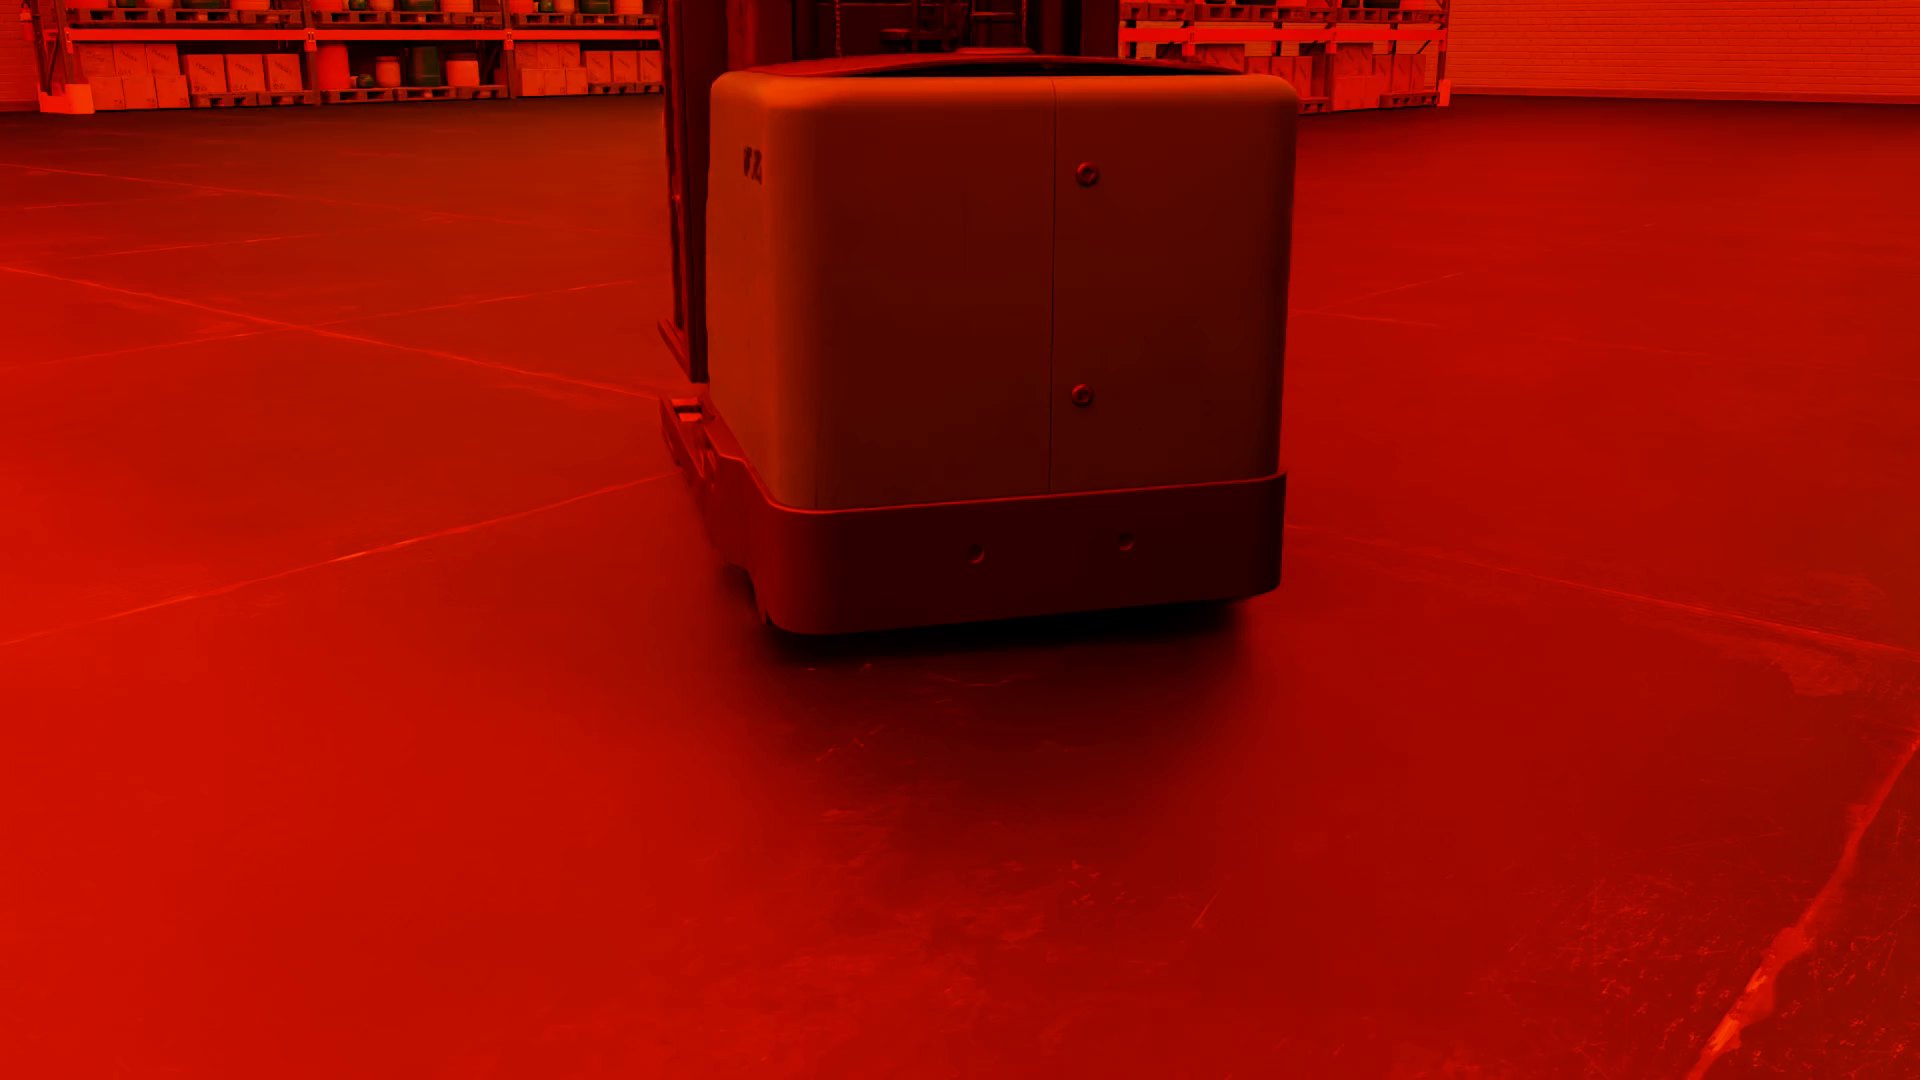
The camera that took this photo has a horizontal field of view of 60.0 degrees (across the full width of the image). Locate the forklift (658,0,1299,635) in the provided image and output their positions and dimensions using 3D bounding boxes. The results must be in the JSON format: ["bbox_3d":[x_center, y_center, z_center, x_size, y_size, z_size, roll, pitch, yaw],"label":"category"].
[{"bbox_3d":[-0.229,-1.612,4.207,1.130,2.935,3.031,-5,17,-15],"label":"forklift"}]
